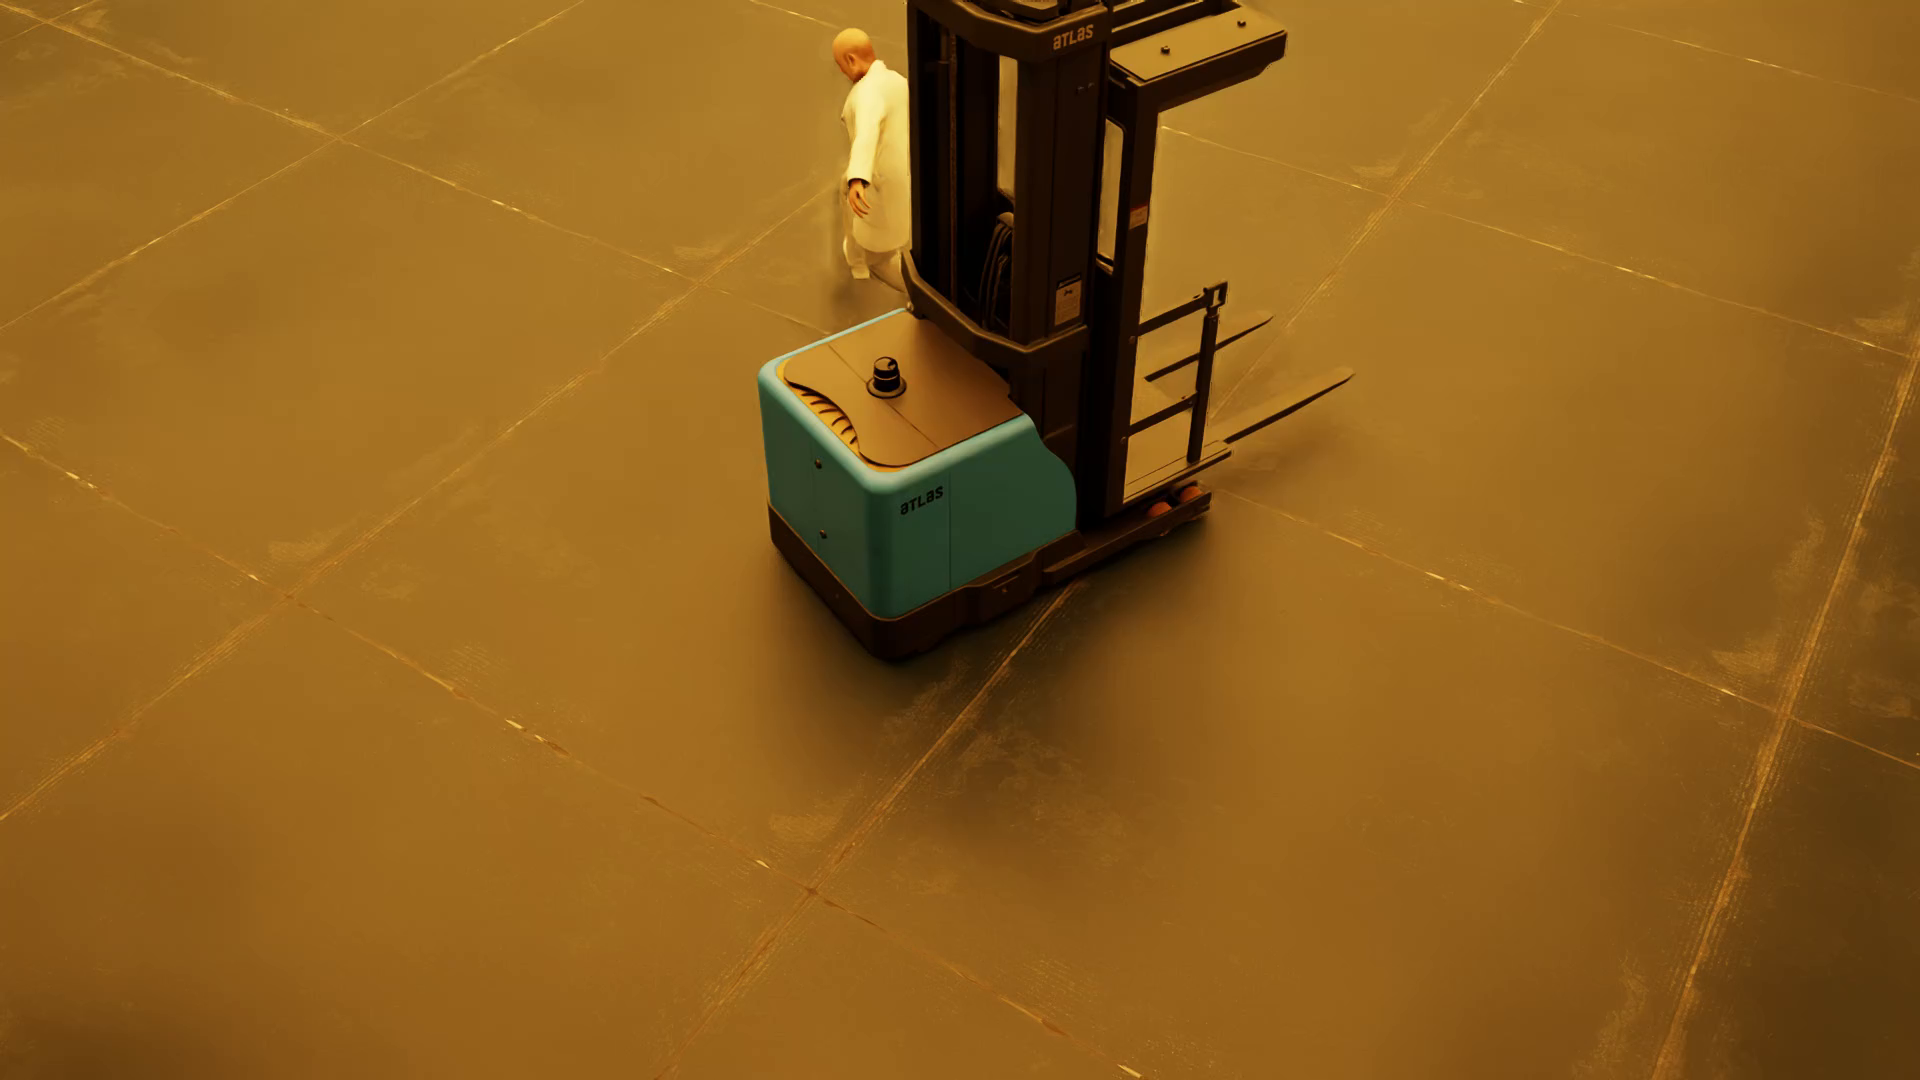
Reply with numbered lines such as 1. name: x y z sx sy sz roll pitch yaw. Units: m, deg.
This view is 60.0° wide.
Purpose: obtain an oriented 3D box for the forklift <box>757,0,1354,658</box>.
1. forklift: 0.602 -1.354 7.277 3.031 2.935 1.130 -26 49 -25

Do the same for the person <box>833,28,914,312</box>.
1. person: -0.432 -1.794 8.775 0.688 1.688 1.255 8 44 8
